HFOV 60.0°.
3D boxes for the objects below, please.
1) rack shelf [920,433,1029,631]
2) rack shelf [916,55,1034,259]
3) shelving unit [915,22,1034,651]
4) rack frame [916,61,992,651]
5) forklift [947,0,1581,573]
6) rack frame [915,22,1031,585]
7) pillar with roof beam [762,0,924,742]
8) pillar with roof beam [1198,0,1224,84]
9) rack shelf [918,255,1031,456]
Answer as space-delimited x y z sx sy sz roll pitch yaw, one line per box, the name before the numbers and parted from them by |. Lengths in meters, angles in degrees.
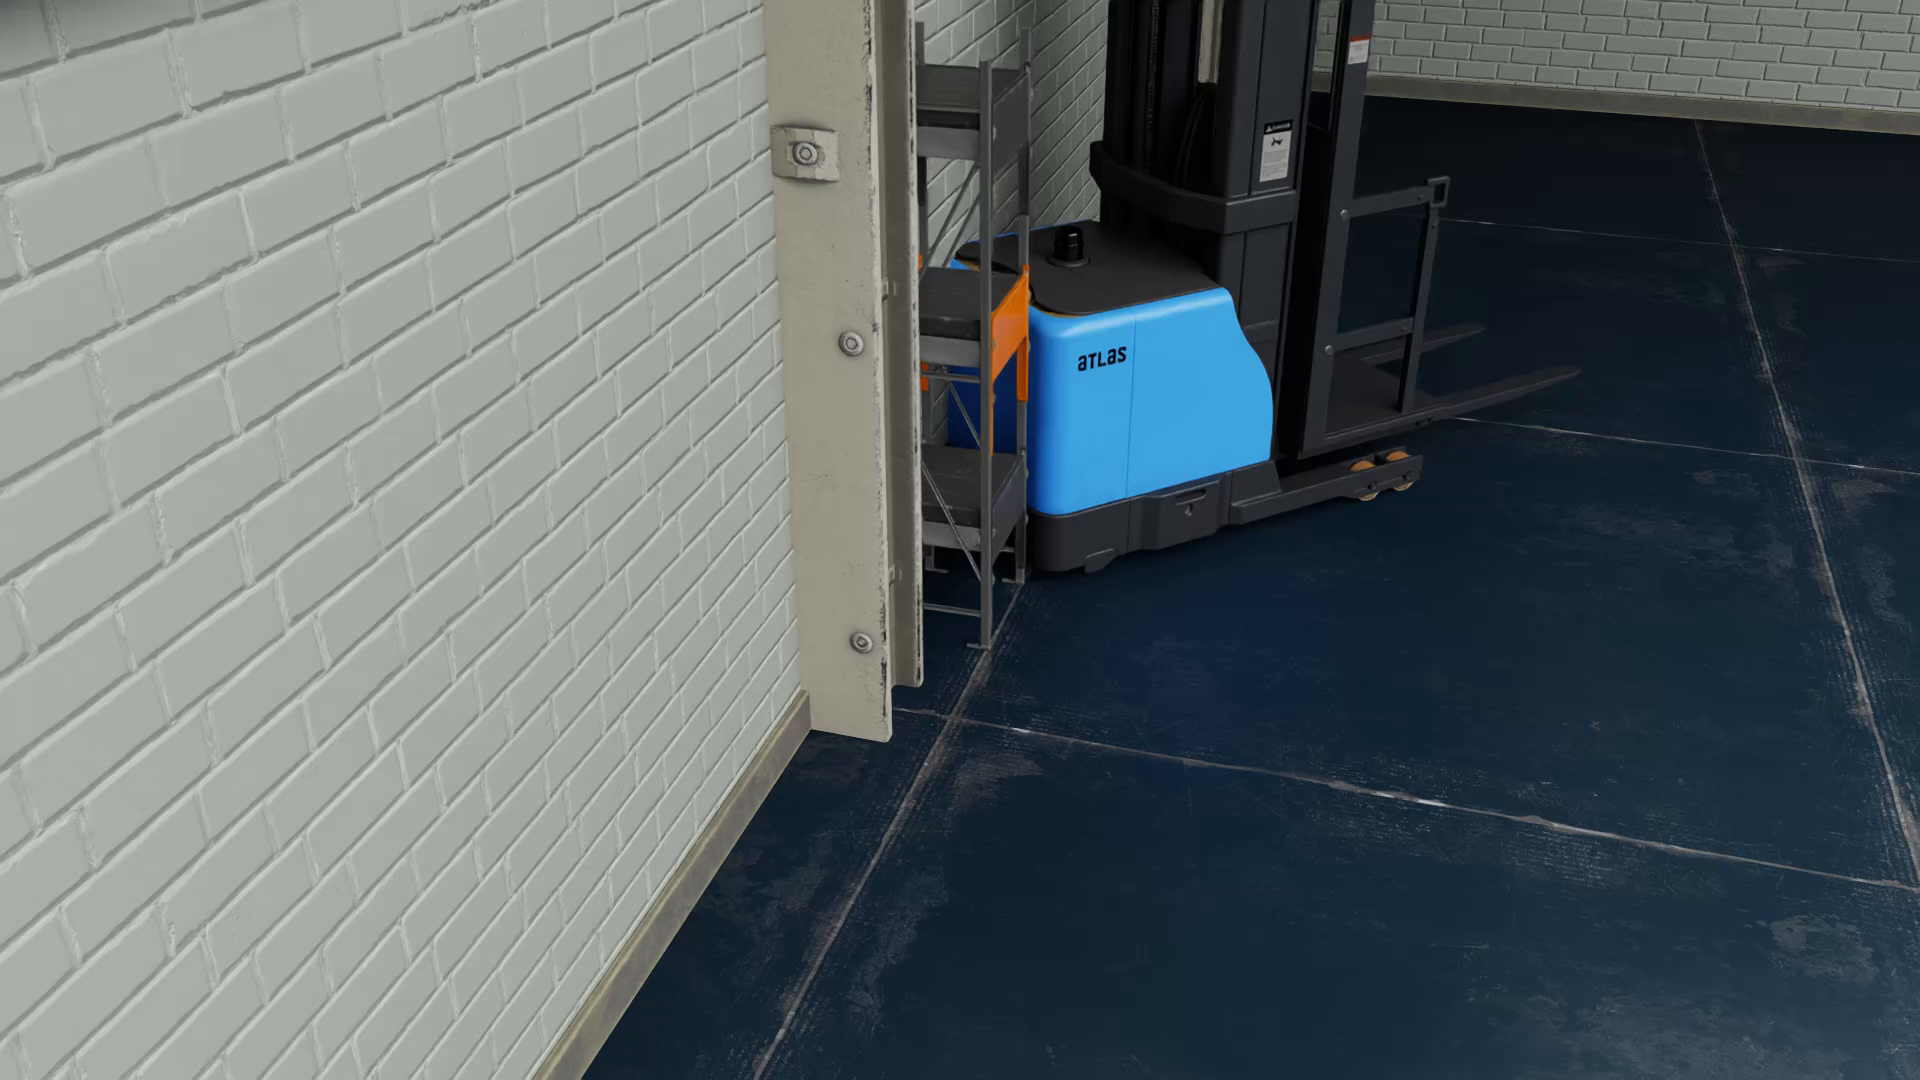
rack shelf | -0.015 -0.036 6.117 0.431 0.518 0.480 8 30 15
rack shelf | -0.027 -1.262 5.442 0.431 0.518 0.480 8 30 15
shelving unit | -0.021 -0.661 5.773 0.431 2.100 0.503 8 30 15
rack frame | -0.090 -0.548 5.568 0.400 2.100 0.015 8 30 15
forklift | 1.394 -1.656 6.712 3.031 2.935 1.130 -15 32 -25
rack frame | 0.048 -0.774 5.978 0.400 2.100 0.015 8 30 15
pillar with roof beam | 3.783 -2.758 2.450 9.100 9.000 0.400 8 30 15
pillar with roof beam | 5.544 -5.546 7.463 9.100 9.000 0.400 8 30 15
rack shelf | -0.021 -0.649 5.780 0.431 0.518 0.480 8 30 15
